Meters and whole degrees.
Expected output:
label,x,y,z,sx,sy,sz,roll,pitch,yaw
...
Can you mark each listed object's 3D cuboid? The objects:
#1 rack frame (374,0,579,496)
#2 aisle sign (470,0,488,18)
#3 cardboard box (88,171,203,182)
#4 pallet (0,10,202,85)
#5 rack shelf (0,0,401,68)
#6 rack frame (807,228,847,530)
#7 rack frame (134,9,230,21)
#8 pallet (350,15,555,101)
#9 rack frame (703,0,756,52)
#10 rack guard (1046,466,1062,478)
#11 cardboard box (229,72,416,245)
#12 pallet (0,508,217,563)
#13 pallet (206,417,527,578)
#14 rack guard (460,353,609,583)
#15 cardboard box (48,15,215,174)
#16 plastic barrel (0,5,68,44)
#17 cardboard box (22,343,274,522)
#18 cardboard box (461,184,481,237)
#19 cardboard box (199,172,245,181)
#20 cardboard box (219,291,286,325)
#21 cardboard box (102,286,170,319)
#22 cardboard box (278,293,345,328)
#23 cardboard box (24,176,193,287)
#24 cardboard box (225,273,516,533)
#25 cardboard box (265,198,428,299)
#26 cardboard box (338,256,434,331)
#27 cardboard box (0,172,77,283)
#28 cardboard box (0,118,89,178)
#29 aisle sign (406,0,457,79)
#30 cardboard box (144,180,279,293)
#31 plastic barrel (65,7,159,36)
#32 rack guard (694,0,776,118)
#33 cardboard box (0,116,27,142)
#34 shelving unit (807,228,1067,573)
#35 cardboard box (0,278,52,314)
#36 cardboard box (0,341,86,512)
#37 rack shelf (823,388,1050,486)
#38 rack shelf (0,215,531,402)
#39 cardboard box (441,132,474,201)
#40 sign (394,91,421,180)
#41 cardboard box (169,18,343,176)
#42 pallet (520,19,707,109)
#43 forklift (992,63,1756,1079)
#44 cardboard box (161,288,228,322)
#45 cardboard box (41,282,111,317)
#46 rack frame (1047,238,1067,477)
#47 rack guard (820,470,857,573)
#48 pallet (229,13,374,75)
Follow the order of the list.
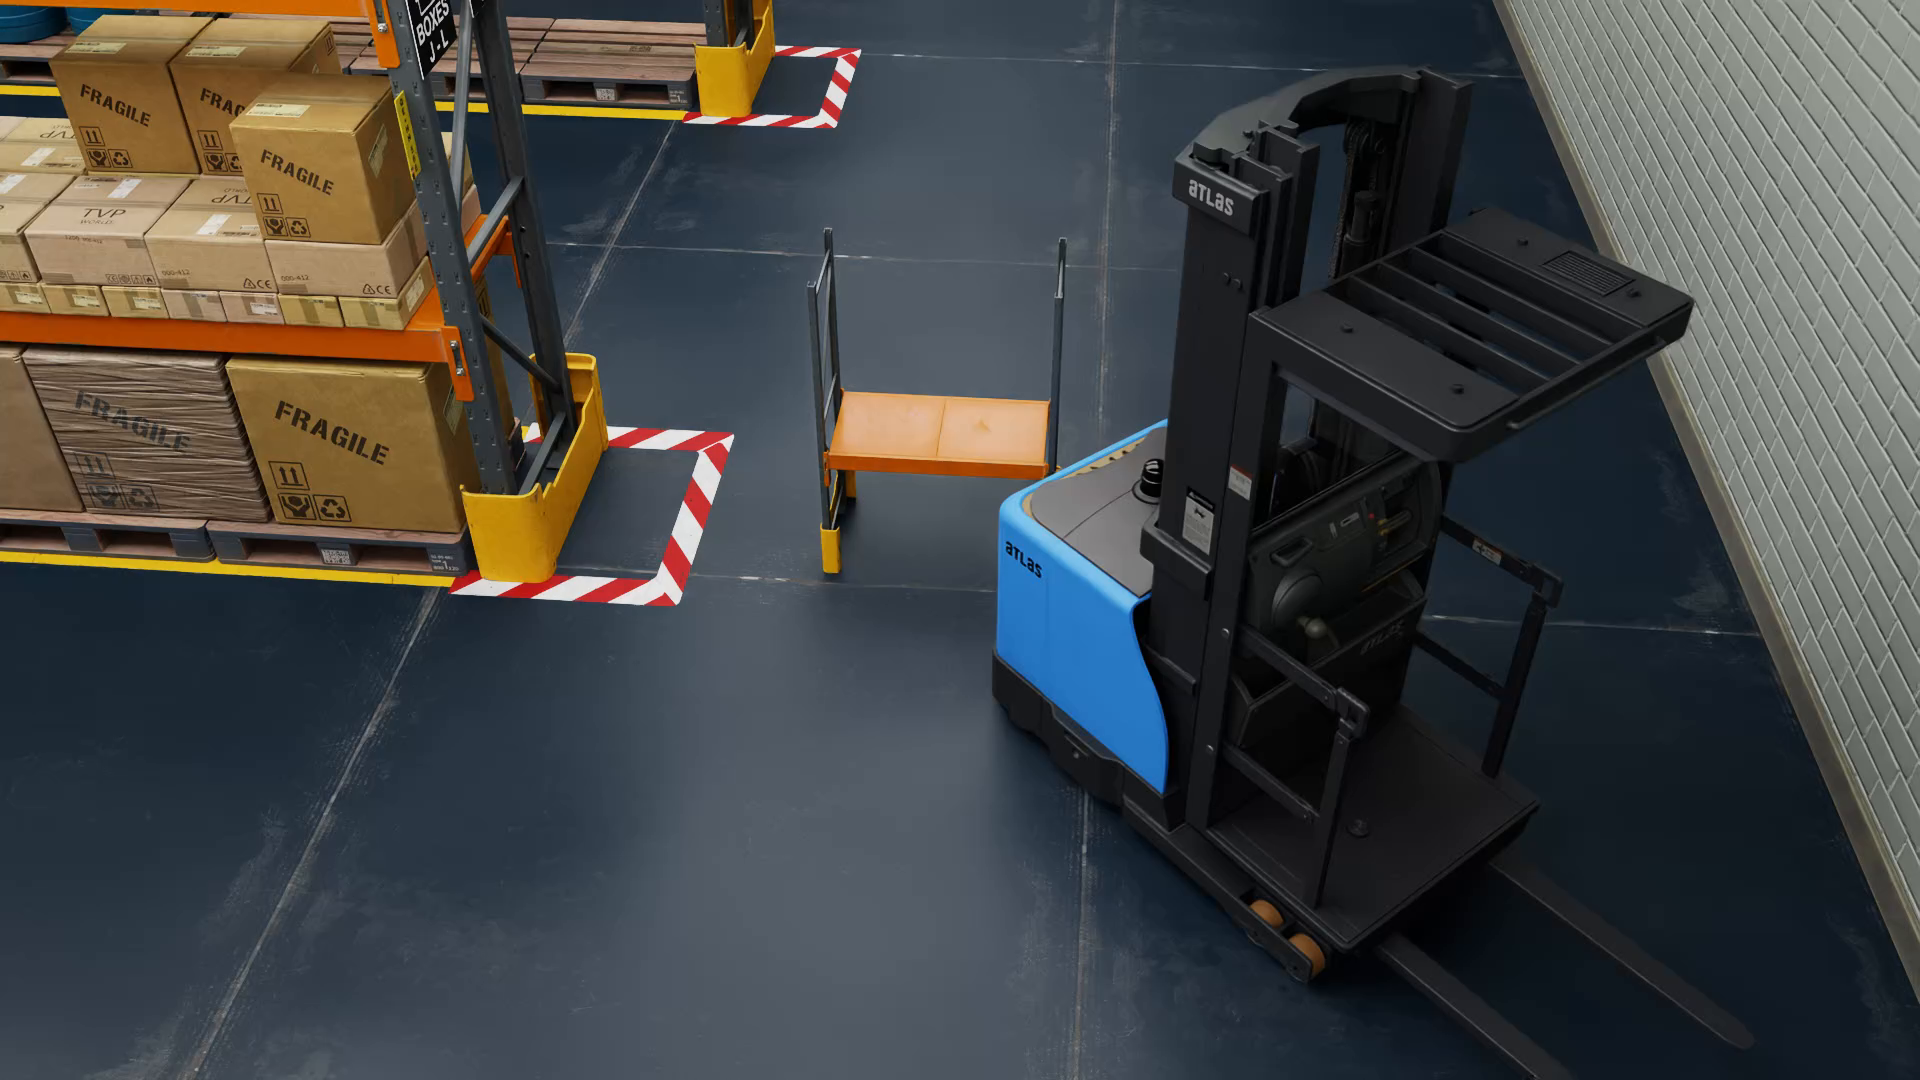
label,x,y,z,sx,sy,sz,roll,pitch,yaw
rack frame,-2.039,-1.338,7.189,0.127,3.000,1.000,3,39,4
aisle sign,-1.942,-2.531,6.595,0.004,0.787,0.394,3,39,4
cardboard box,-3.513,-1.645,7.449,0.500,0.250,0.500,2,39,2
pallet,-6.362,-3.658,12.247,1.213,0.211,1.003,3,39,4
rack shelf,-4.032,-2.332,6.603,4.000,0.370,1.077,3,39,4
rack frame,-0.591,-0.614,7.487,0.032,1.500,0.500,3,39,4
rack frame,-5.597,-4.671,11.283,0.127,3.000,1.000,3,39,4
pallet,-3.642,-3.509,12.065,1.213,0.211,1.003,3,39,4
rack frame,-1.612,-4.453,11.016,0.127,3.000,1.000,3,39,4
rack guard,0.420,-0.074,7.813,0.087,0.250,0.587,3,39,4
cardboard box,-2.547,-1.548,6.735,0.500,0.500,0.500,4,39,4
pallet,-4.055,-0.319,8.146,1.213,0.211,1.003,3,39,4
pallet,-2.843,-0.251,8.062,1.213,0.211,1.003,3,39,4
rack guard,-2.015,-0.368,7.976,0.348,0.500,1.175,3,39,4
cardboard box,-3.509,-1.934,7.209,0.500,0.500,0.500,2,39,3
plastic barrel,-6.843,-4.099,11.910,0.708,0.901,0.600,3,39,4
cardboard box,-3.590,-0.711,7.769,0.875,0.875,0.875,3,39,4
cardboard box,-2.365,-1.468,7.547,0.250,0.149,0.380,4,39,4
cardboard box,-3.013,-1.616,7.412,0.500,0.250,0.500,3,39,3
cardboard box,-2.933,-1.081,7.071,0.250,0.149,0.380,3,39,4
cardboard box,-3.440,-1.108,7.104,0.250,0.149,0.380,2,39,3
cardboard box,-2.682,-1.066,7.053,0.250,0.149,0.380,4,39,4
cardboard box,-3.557,-1.311,7.038,0.500,0.250,0.500,2,39,2
cardboard box,-2.684,-0.662,7.708,0.875,0.875,0.875,3,39,4
cardboard box,-2.545,-1.255,6.969,0.500,0.250,0.500,3,39,3
cardboard box,-2.422,-1.053,7.037,0.250,0.149,0.380,4,39,5
cardboard box,-4.077,-1.336,7.069,0.500,0.250,0.500,3,39,4
cardboard box,-4.033,-1.670,7.480,0.500,0.250,0.500,2,39,3
aisle sign,-1.993,-2.154,6.131,0.004,0.787,0.394,3,39,4
cardboard box,-3.050,-1.283,7.004,0.500,0.250,0.500,2,39,3
plastic barrel,-6.138,-4.061,11.863,0.708,0.901,0.600,3,39,4
rack guard,-1.587,-3.491,11.813,0.348,0.500,1.175,3,39,4
cardboard box,-4.538,-1.700,7.516,0.500,0.250,0.500,4,39,5
shelving unit,-0.076,-0.586,7.452,1.083,1.500,0.587,3,39,4
cardboard box,-3.945,-1.137,7.140,0.250,0.149,0.380,4,39,5
cardboard box,-4.477,-0.760,7.828,0.875,0.875,0.875,3,39,4
rack shelf,-0.085,-0.447,7.566,1.000,0.185,0.538,3,39,4
rack shelf,-4.032,-1.168,7.549,4.000,0.370,1.077,3,39,4
cardboard box,-2.494,-1.591,7.383,0.500,0.250,0.500,2,39,3
sign,-2.100,-1.539,6.330,0.005,0.325,0.100,3,39,4
cardboard box,-2.992,-1.910,7.179,0.500,0.500,0.500,2,39,3
pallet,-2.430,-3.441,11.981,1.213,0.211,1.003,3,39,4
forklift,1.443,0.085,5.495,1.130,2.935,3.031,-27,46,-29
cardboard box,-3.181,-1.095,7.089,0.250,0.149,0.380,4,39,5
cardboard box,-3.699,-1.122,7.121,0.250,0.149,0.380,3,39,4
rack frame,0.421,-0.559,7.419,0.032,1.500,0.500,3,39,4
rack guard,-0.572,-0.128,7.880,0.087,0.250,0.587,3,39,4
pallet,-4.861,-3.574,12.144,1.213,0.211,1.003,3,39,4
